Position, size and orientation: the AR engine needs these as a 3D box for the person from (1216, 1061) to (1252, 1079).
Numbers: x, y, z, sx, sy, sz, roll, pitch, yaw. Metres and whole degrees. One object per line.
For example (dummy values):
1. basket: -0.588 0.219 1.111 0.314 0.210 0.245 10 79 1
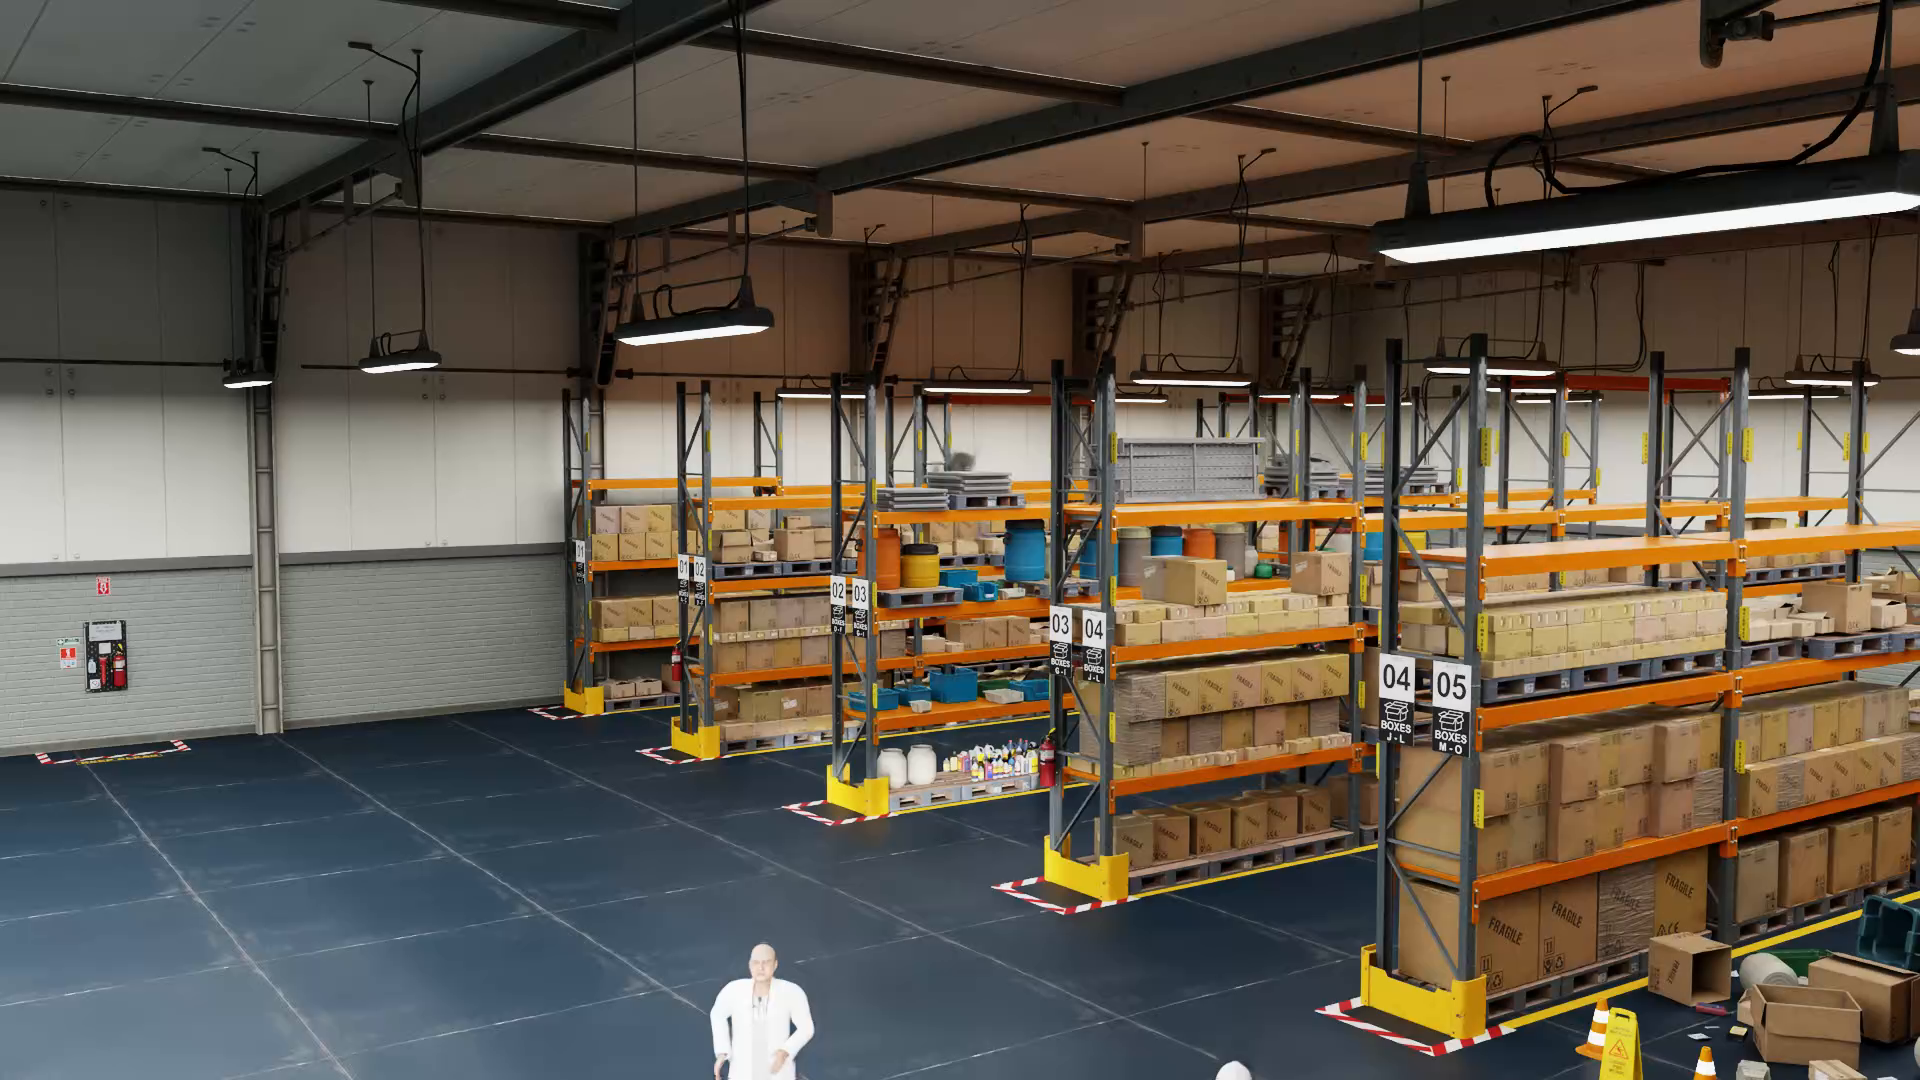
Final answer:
1. person: 1.472 3.673 8.928 0.652 1.789 0.947 1 4 16

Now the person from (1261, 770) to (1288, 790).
1. person: 4.356 2.844 23.220 0.847 1.700 0.579 -3 5 -42

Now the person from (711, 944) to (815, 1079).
1. person: -1.333 3.587 11.135 0.713 1.737 0.624 0 4 -3
